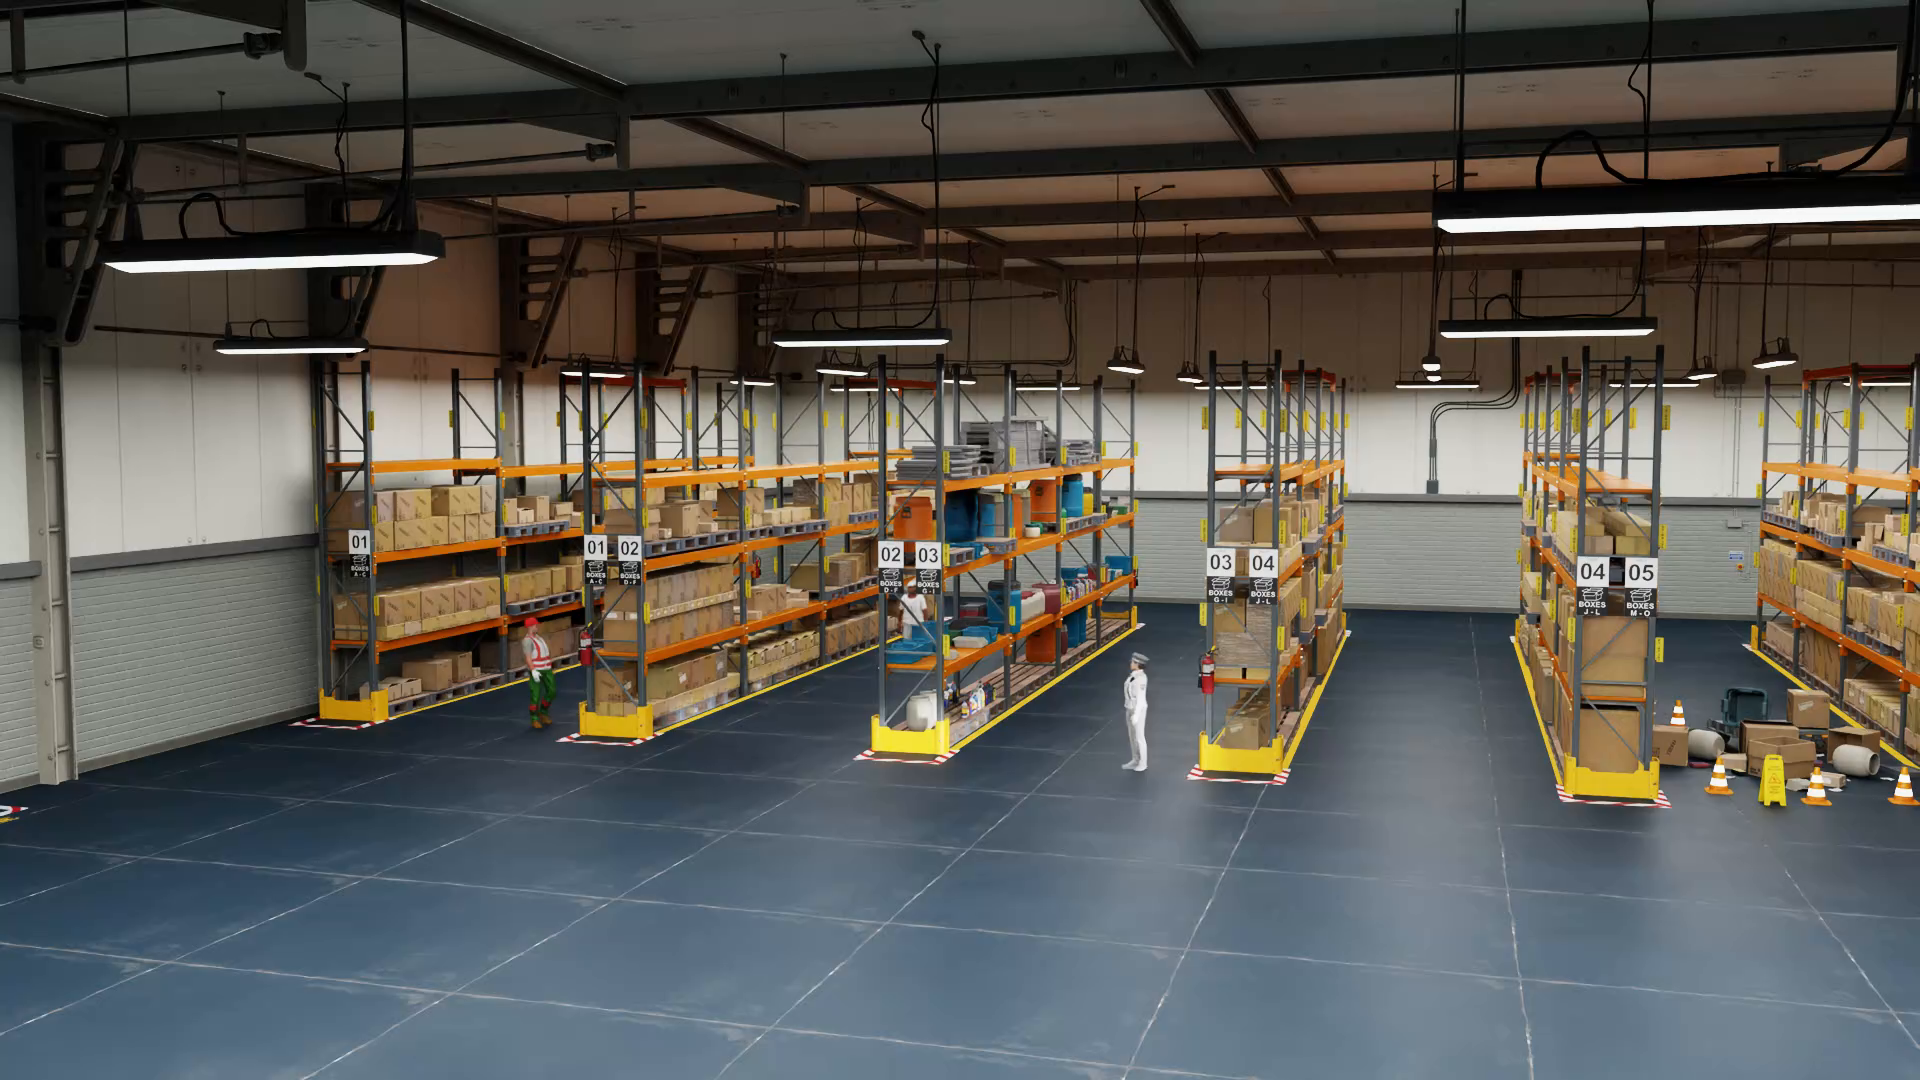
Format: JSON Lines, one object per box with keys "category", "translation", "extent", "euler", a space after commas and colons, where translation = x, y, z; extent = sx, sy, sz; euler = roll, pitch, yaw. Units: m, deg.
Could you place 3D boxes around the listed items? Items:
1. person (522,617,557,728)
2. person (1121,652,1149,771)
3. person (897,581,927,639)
{"category": "person", "translation": [-6.886, 2.159, 27.294], "extent": [0.552, 1.792, 0.649], "euler": [3, 5, 35]}
{"category": "person", "translation": [2.526, 2.457, 23.834], "extent": [0.370, 1.708, 0.570], "euler": [-1, 4, -16]}
{"category": "person", "translation": [-0.986, 1.705, 34.221], "extent": [0.692, 1.724, 1.080], "euler": [1, 4, 12]}
